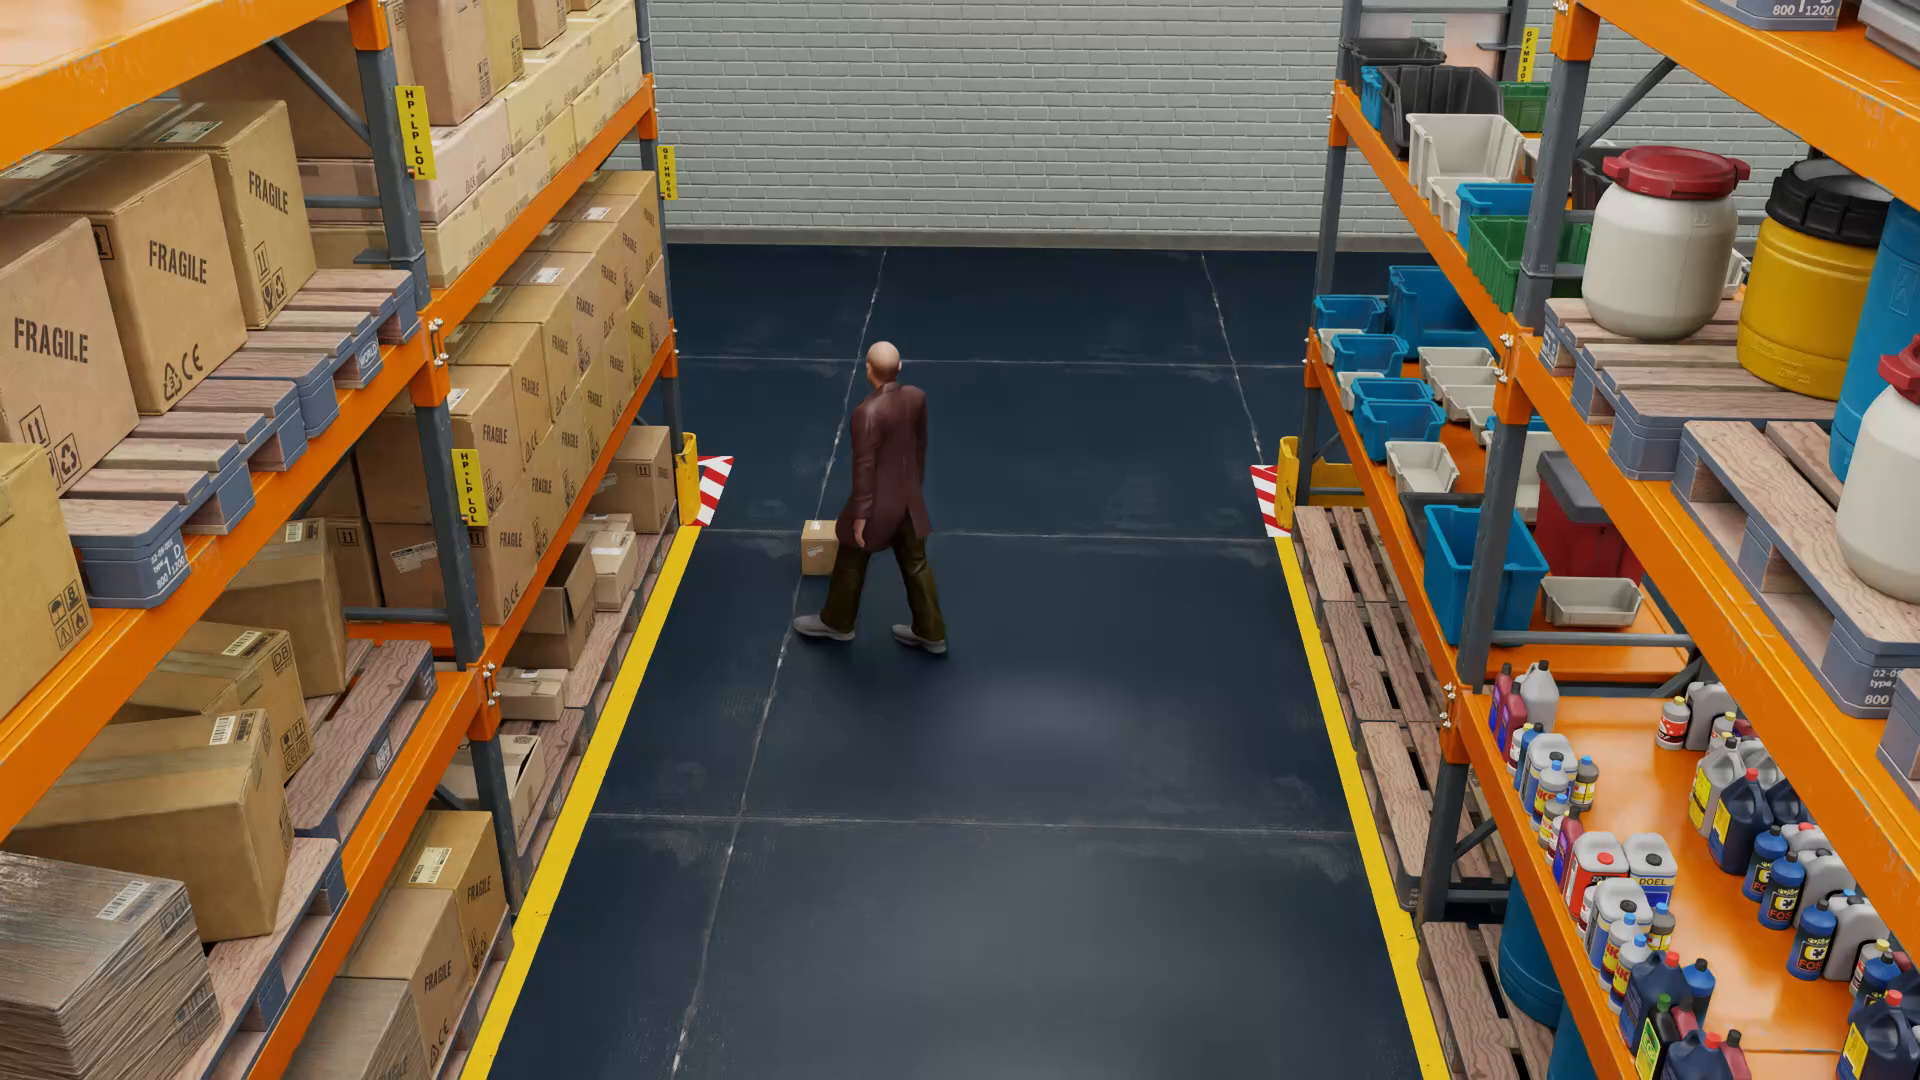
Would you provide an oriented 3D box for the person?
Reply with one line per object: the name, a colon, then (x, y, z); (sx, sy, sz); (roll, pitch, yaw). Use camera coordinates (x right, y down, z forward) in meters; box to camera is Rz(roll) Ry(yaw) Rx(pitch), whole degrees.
person: (-0.446, -0.240, 9.063); (0.844, 1.752, 0.636); (22, 35, 35)
